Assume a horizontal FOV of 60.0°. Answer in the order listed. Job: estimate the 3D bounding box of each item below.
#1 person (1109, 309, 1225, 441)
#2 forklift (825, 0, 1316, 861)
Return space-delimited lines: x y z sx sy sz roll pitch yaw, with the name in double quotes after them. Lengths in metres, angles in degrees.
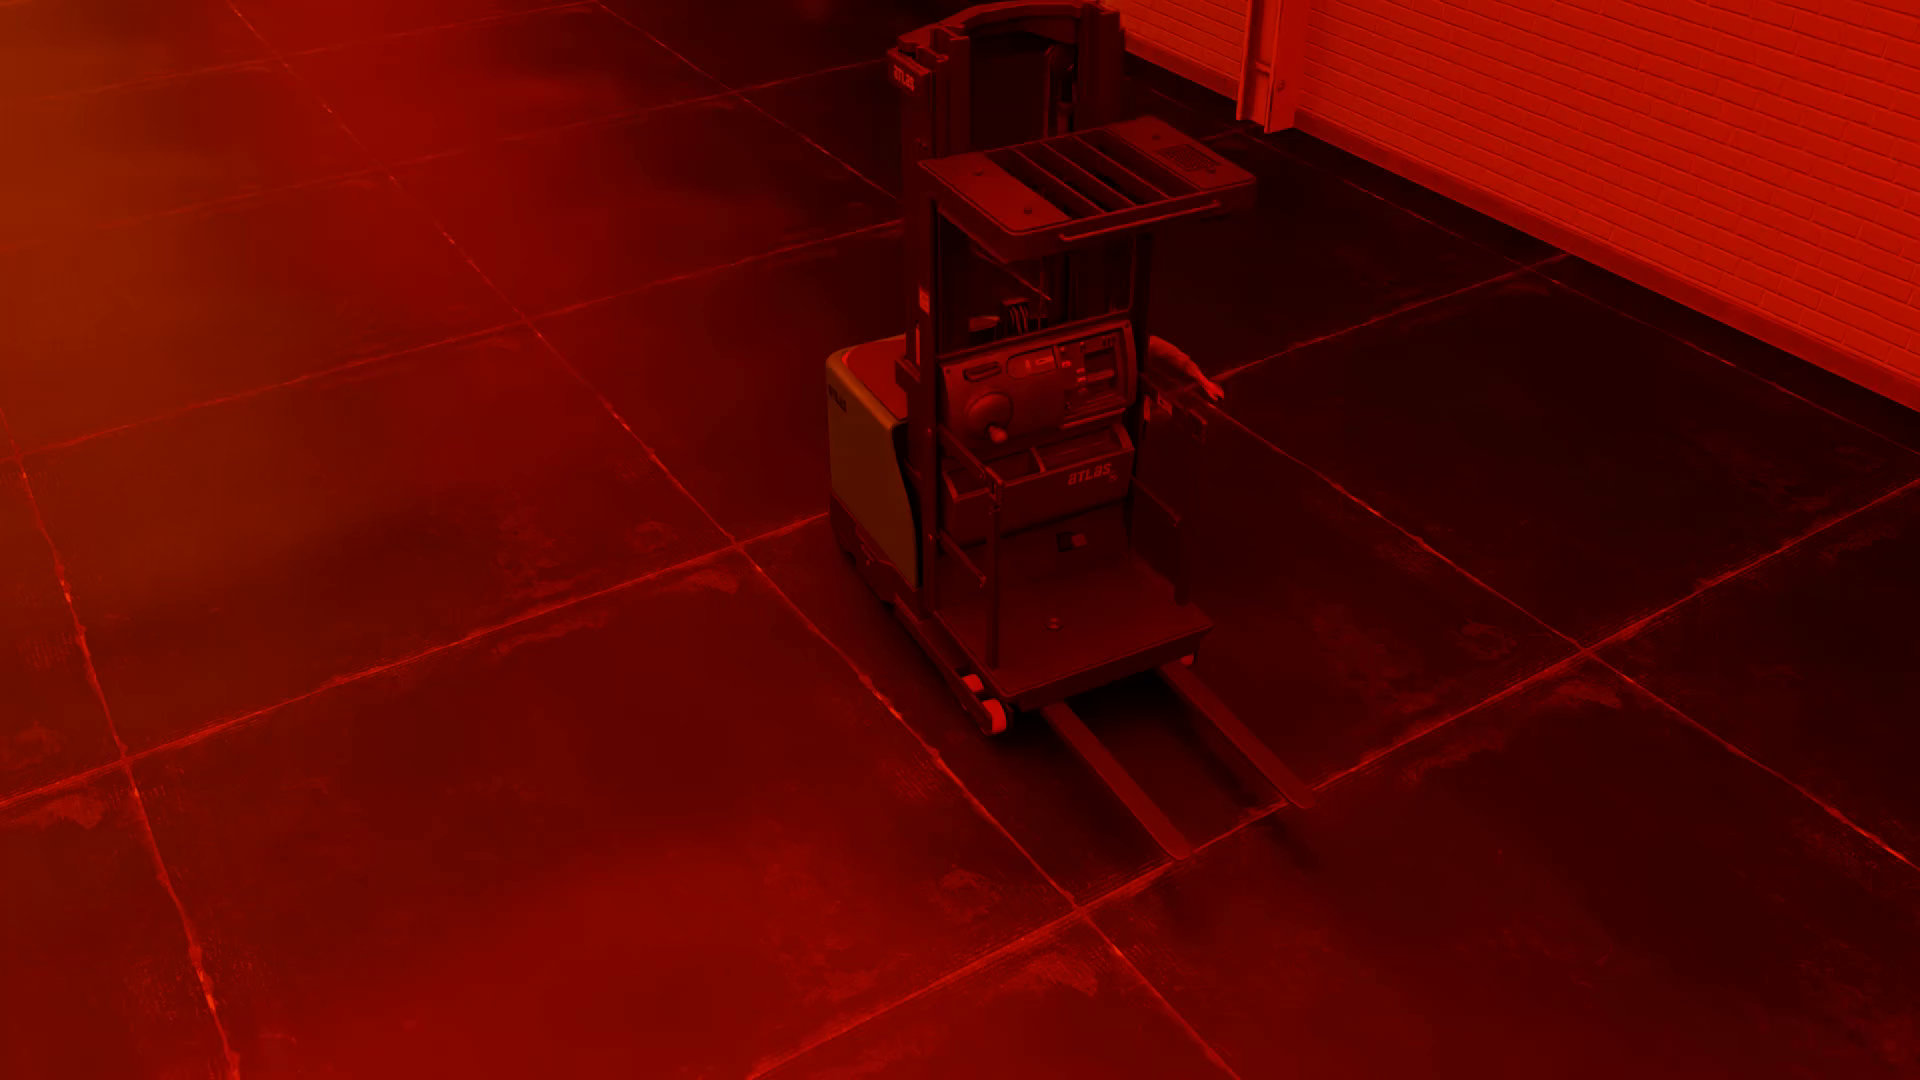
0.820 -0.525 8.355 0.916 1.339 0.843 8 36 11 "person"
0.453 -0.619 7.028 1.130 2.935 3.031 -17 38 -22 "forklift"
